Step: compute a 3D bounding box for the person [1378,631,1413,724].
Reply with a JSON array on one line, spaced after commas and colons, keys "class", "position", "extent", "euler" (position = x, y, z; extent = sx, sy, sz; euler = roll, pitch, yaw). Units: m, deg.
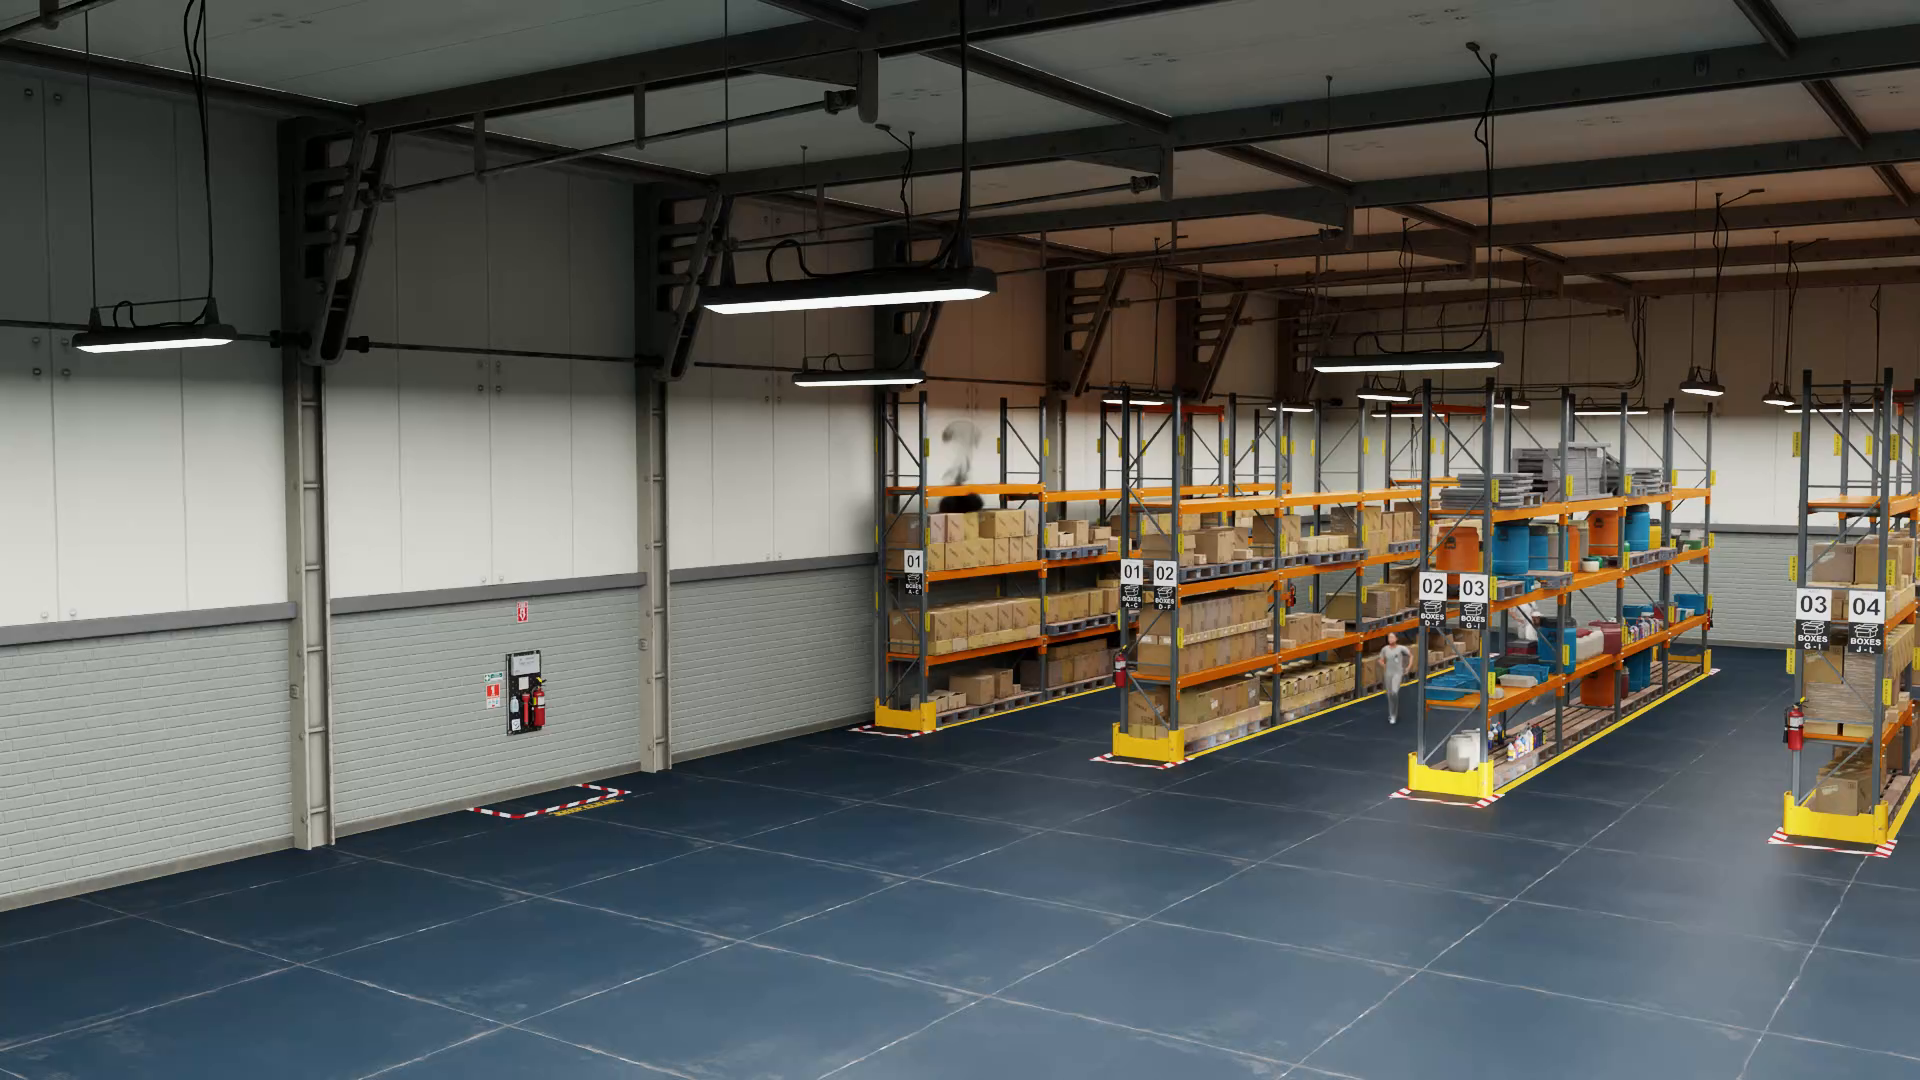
[{"class": "person", "position": [7.922, 2.506, 30.340], "extent": [0.571, 1.678, 0.713], "euler": [2, 4, 31]}]

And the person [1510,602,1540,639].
[{"class": "person", "position": [13.287, 1.970, 39.128], "extent": [0.679, 1.723, 0.571], "euler": [1, 3, 14]}]

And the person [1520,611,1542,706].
[{"class": "person", "position": [11.345, 2.296, 32.705], "extent": [0.683, 1.807, 0.985], "euler": [2, 4, 33]}]
